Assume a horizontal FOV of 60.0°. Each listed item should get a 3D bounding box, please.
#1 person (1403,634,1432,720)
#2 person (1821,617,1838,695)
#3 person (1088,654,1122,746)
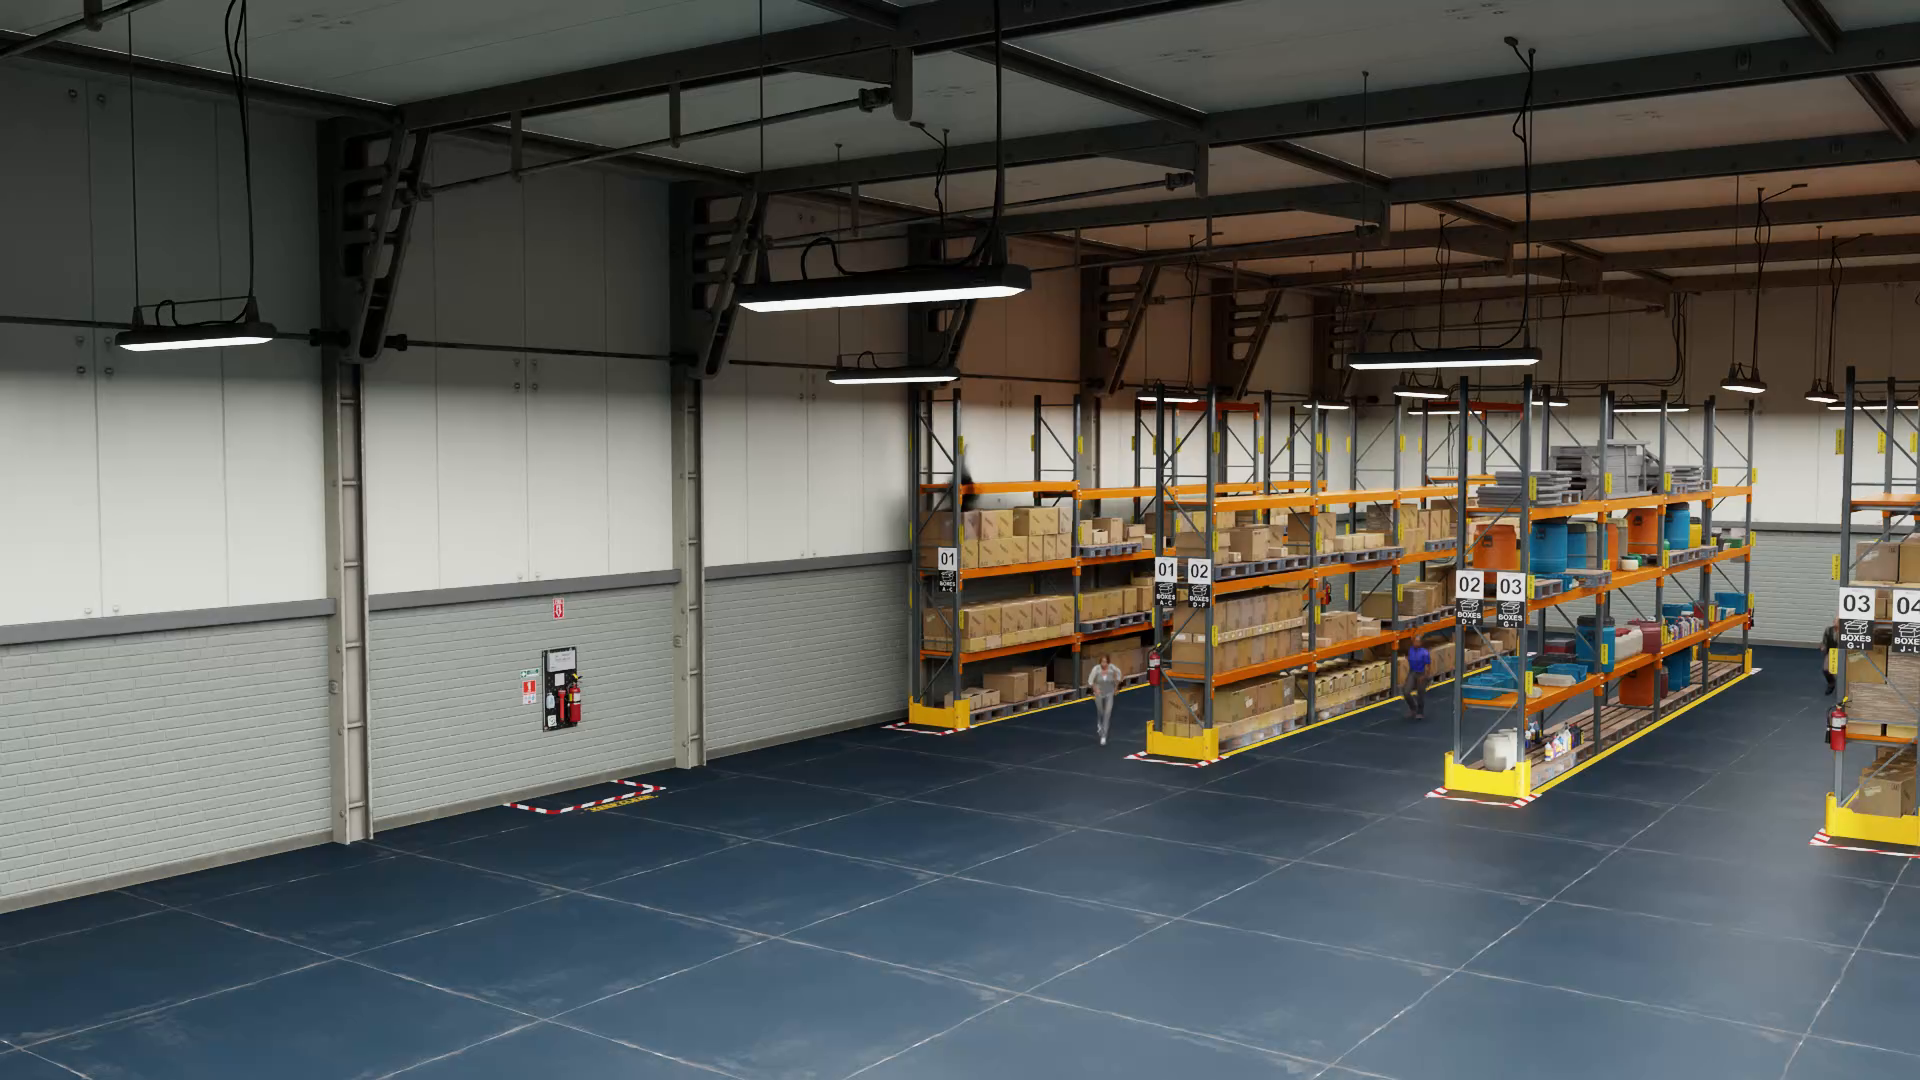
[{"bbox_3d":[8.298,2.485,30.094,0.559,1.596,0.707,3,4,38],"label":"person"},{"bbox_3d":[17.427,2.301,33.010,0.686,1.593,0.982,3,4,39],"label":"person"},{"bbox_3d":[2.431,2.656,28.080,0.572,1.546,0.918,0,3,-2],"label":"person"}]
